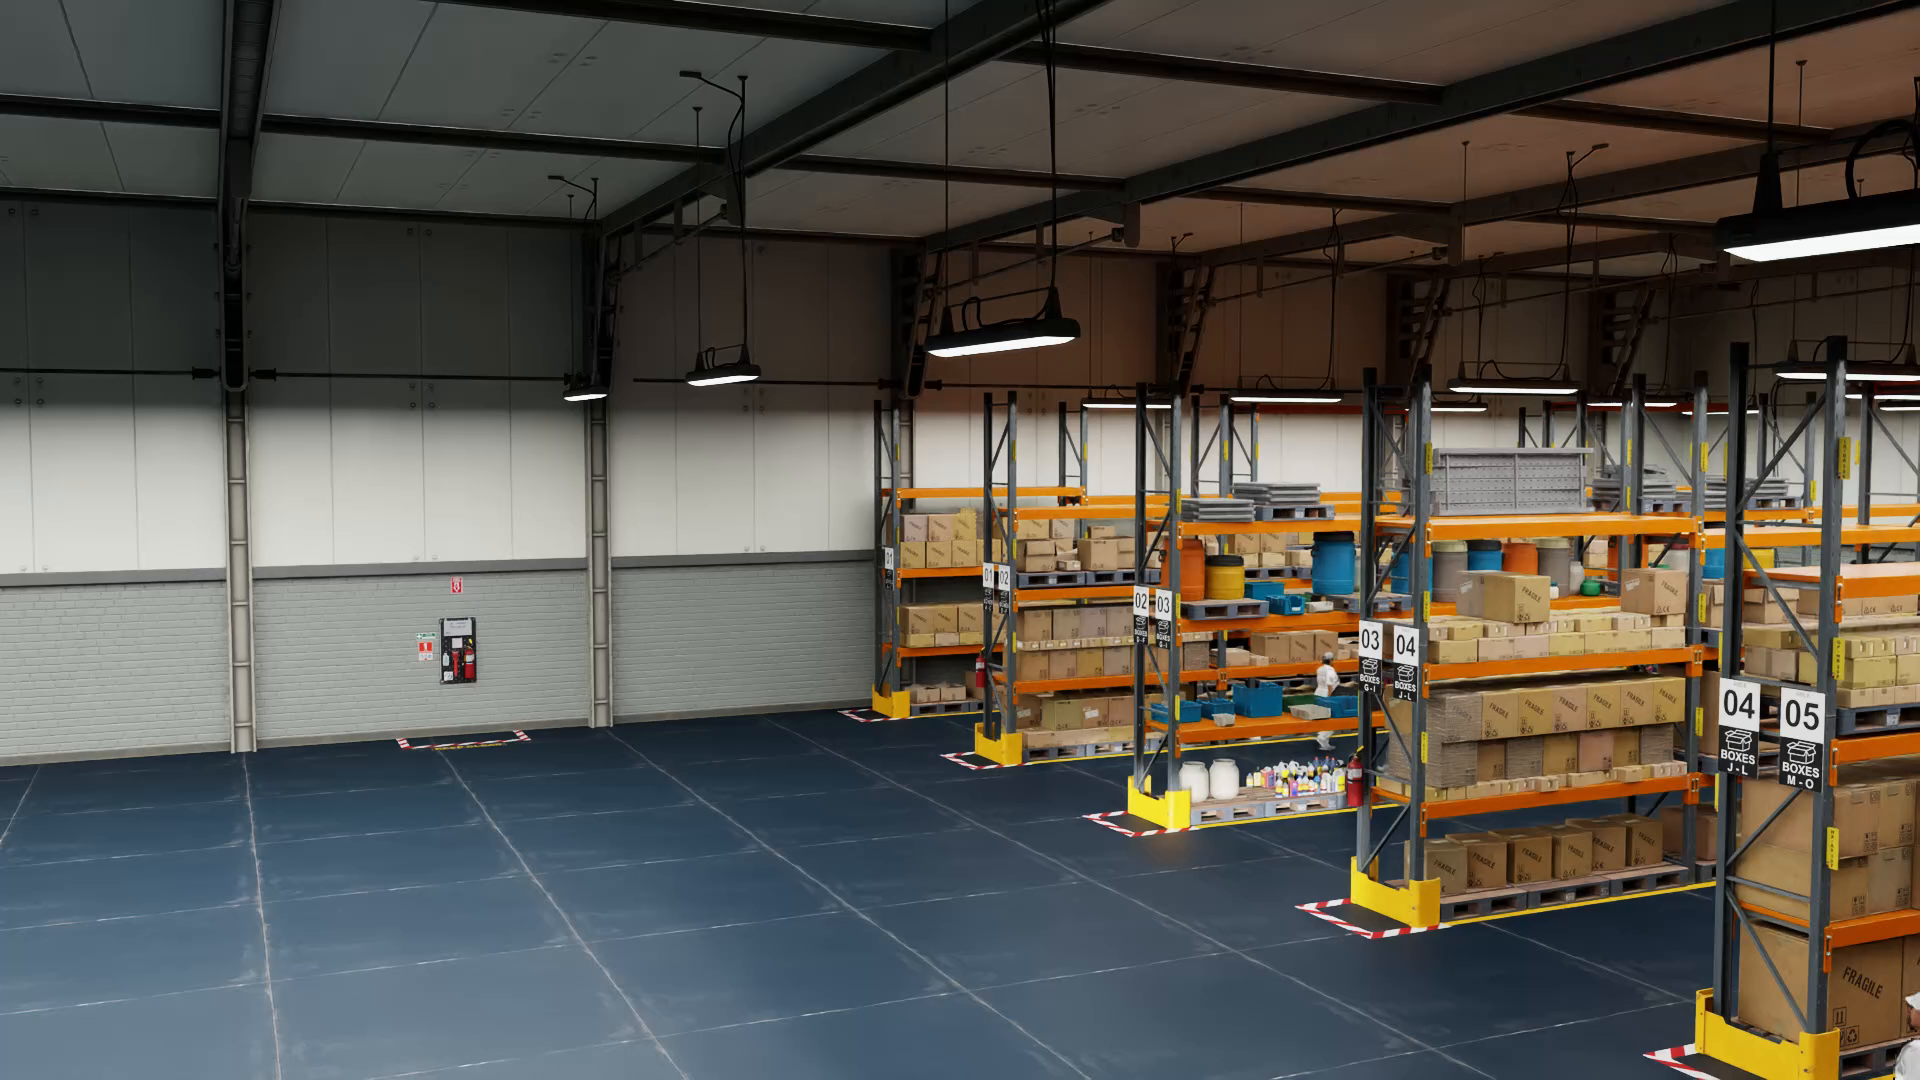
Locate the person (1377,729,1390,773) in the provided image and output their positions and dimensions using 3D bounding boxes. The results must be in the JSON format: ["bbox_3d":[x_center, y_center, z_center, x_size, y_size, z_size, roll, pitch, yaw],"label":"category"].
[{"bbox_3d":[6.785,2.797,25.612,0.591,1.724,0.941,-1,4,-19],"label":"person"}]

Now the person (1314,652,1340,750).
[{"bbox_3d":[6.141,2.711,27.950,0.486,1.662,0.525,-1,3,-18],"label":"person"}]

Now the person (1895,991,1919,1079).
[{"bbox_3d":[6.098,3.682,10.413,0.551,1.745,1.065,-1,4,-22],"label":"person"}]
